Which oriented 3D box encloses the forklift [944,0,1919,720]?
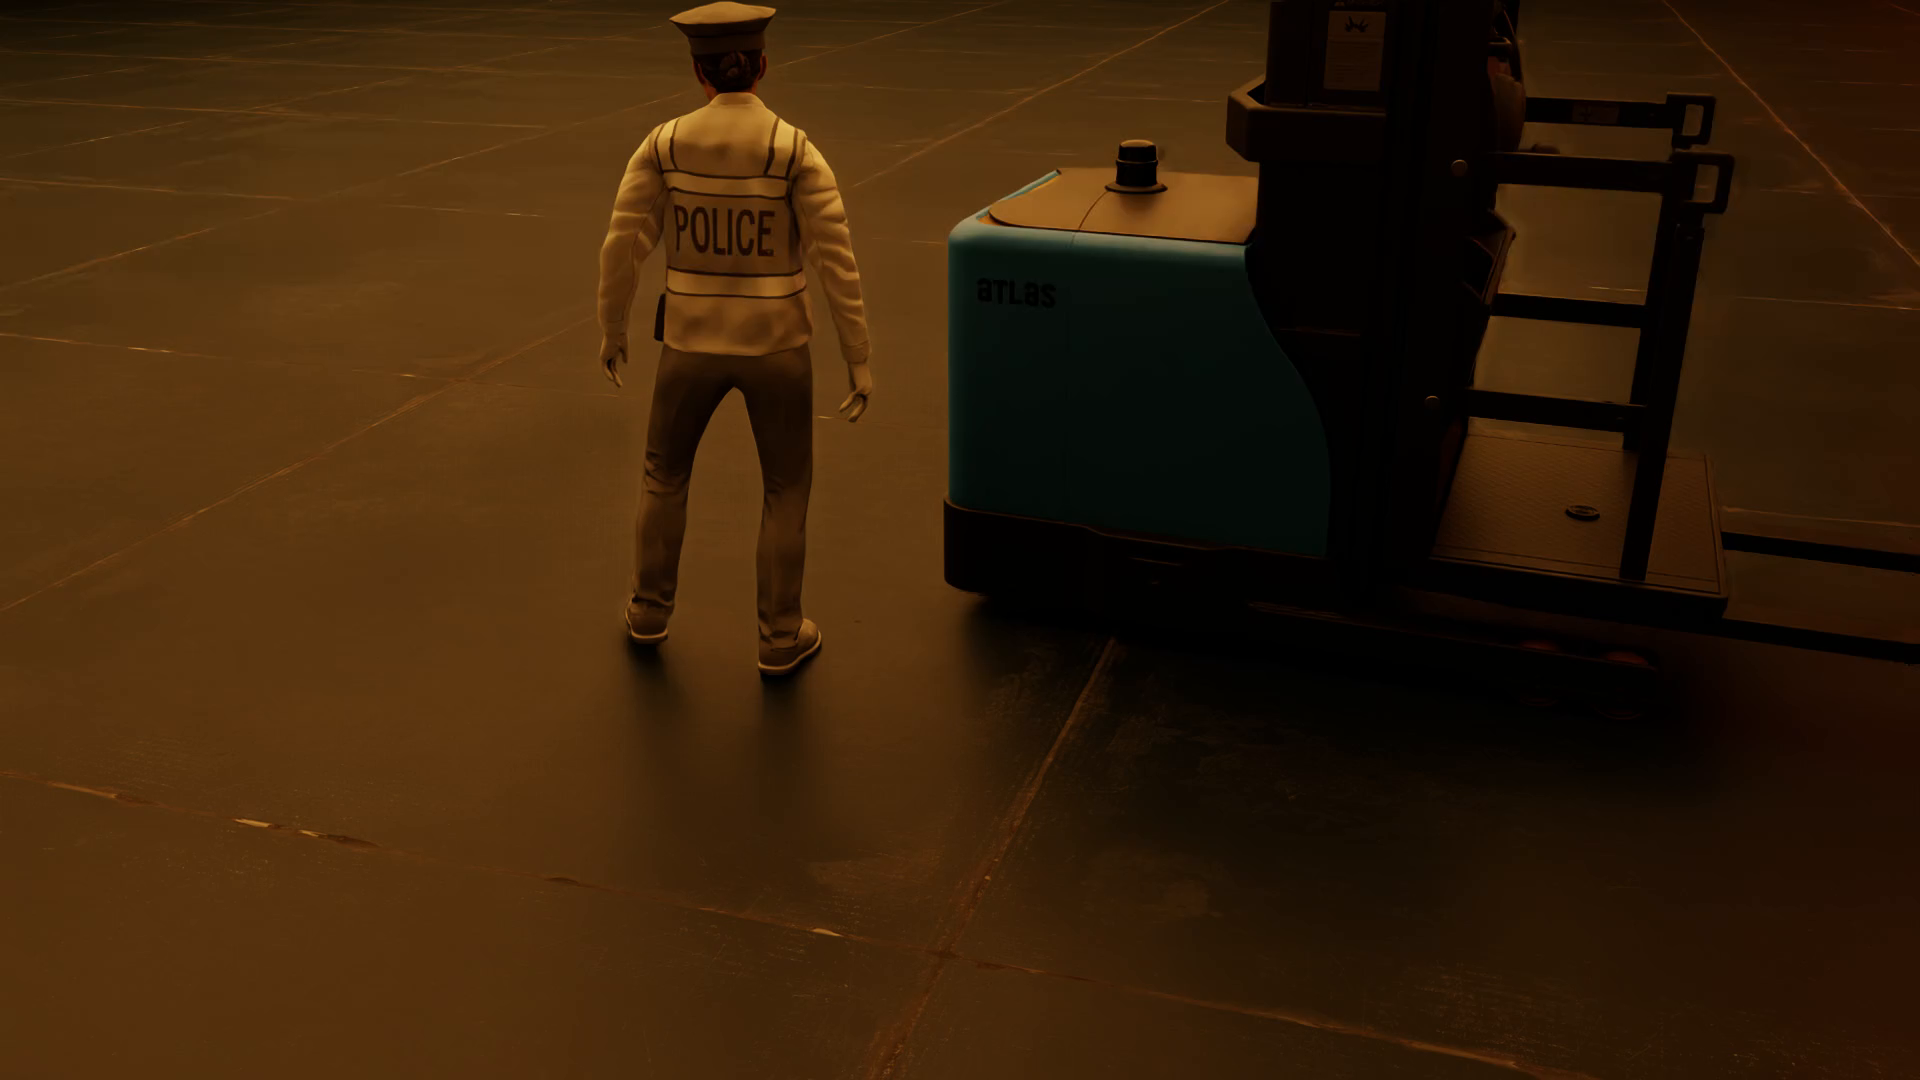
[{"bbox_3d":[1.526,-1.145,4.052,3.031,2.935,1.130,8,24,19],"label":"forklift"}]

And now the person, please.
[{"bbox_3d":[-0.561,-0.467,4.110,0.696,1.640,0.380,1,22,2],"label":"person"}]
